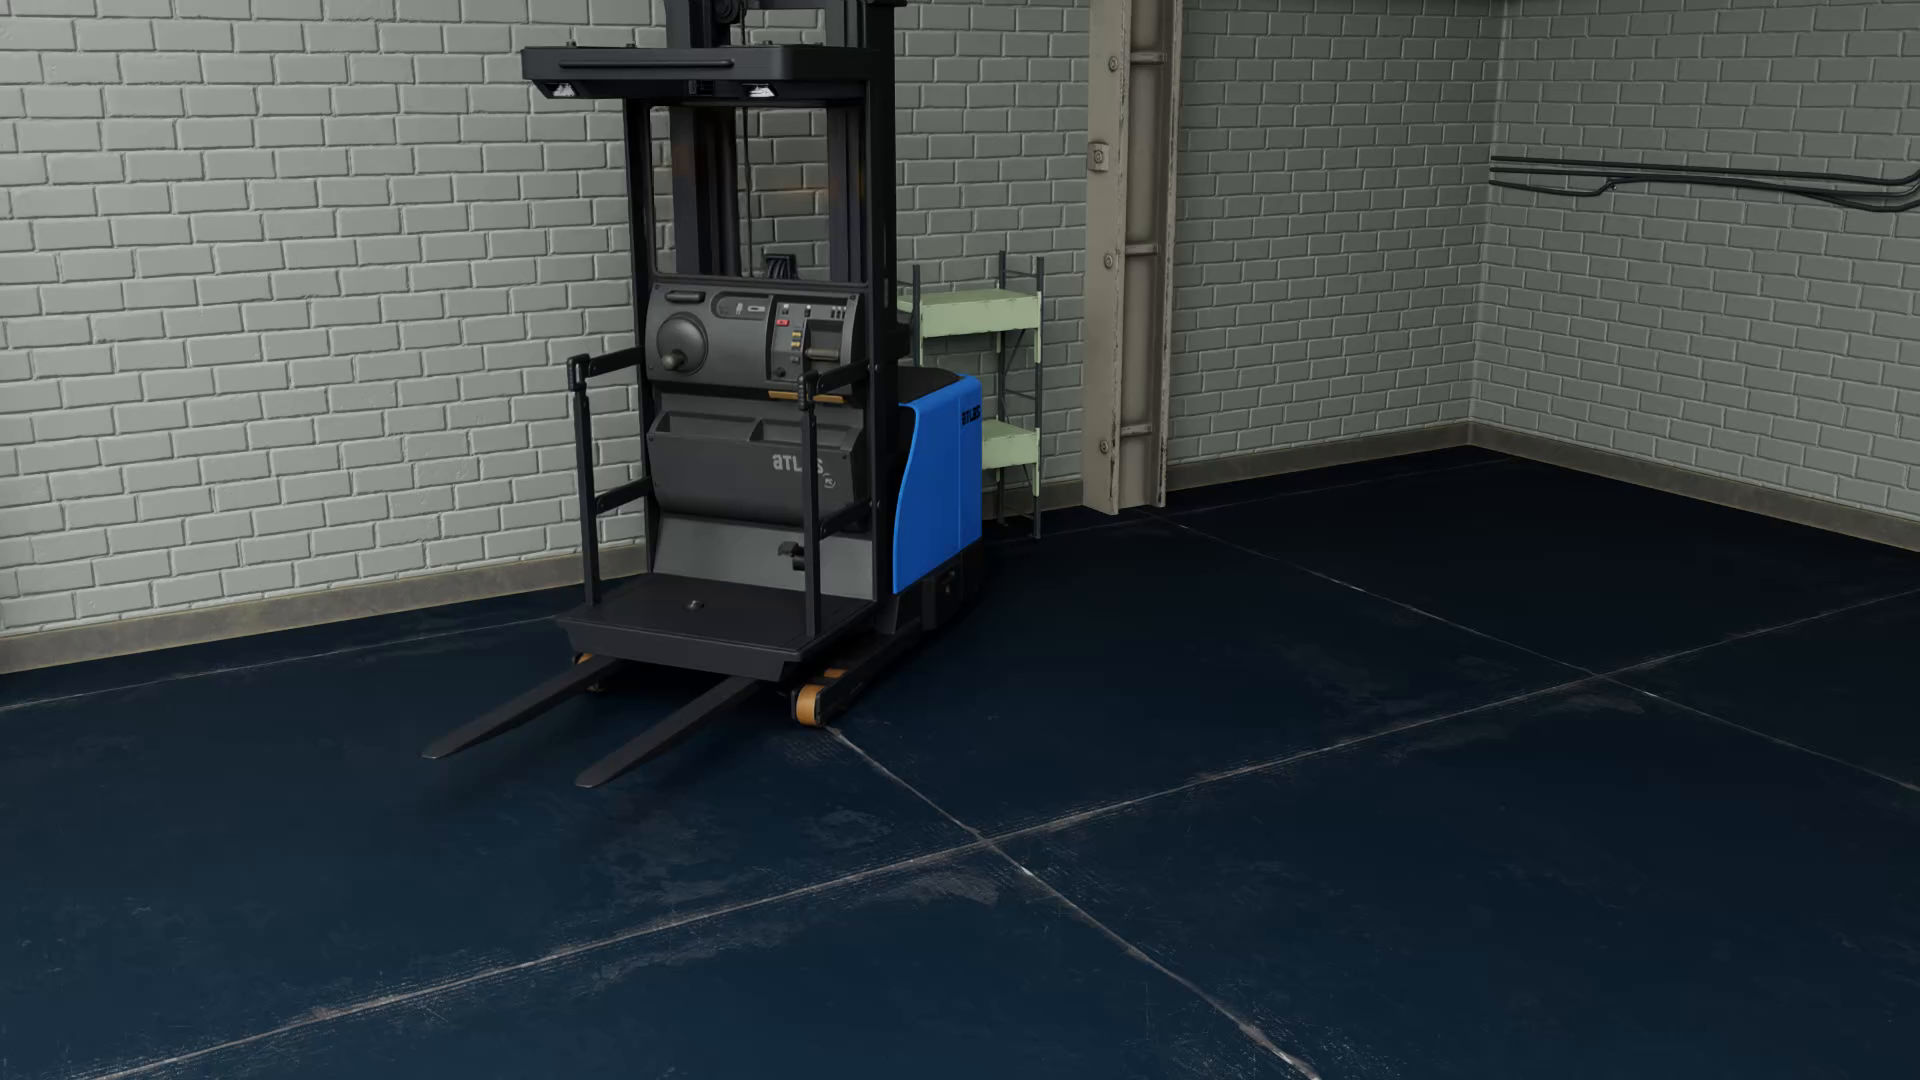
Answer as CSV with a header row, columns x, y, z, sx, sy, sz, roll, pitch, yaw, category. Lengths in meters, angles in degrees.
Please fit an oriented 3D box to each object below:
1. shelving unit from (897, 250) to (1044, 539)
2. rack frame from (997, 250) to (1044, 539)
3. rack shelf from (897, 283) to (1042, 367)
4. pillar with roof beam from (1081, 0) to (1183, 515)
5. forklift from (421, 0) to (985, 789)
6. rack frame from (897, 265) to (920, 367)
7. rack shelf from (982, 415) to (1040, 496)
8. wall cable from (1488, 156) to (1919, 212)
x,y,z,sx,sy,sz,roll,pitch,yaw,category
0.006,-0.723,8.711,0.755,1.500,0.431,-9,18,-30,shelving unit
0.319,-0.774,8.892,0.023,1.500,0.400,-9,18,-30,rack frame
0.006,-1.099,8.605,0.720,0.370,0.431,-9,18,-30,rack shelf
3.161,-3.541,4.869,0.400,9.000,9.100,-9,18,-30,pillar with roof beam
-0.910,-0.823,6.417,1.130,2.935,3.031,6,17,21,forklift
-0.308,-0.672,8.529,0.023,1.500,0.400,-9,18,-30,rack frame
0.006,-0.409,8.799,0.720,0.370,0.431,-9,18,-30,rack shelf
4.150,-3.145,9.211,0.112,2.526,3.097,-9,18,-30,wall cable
